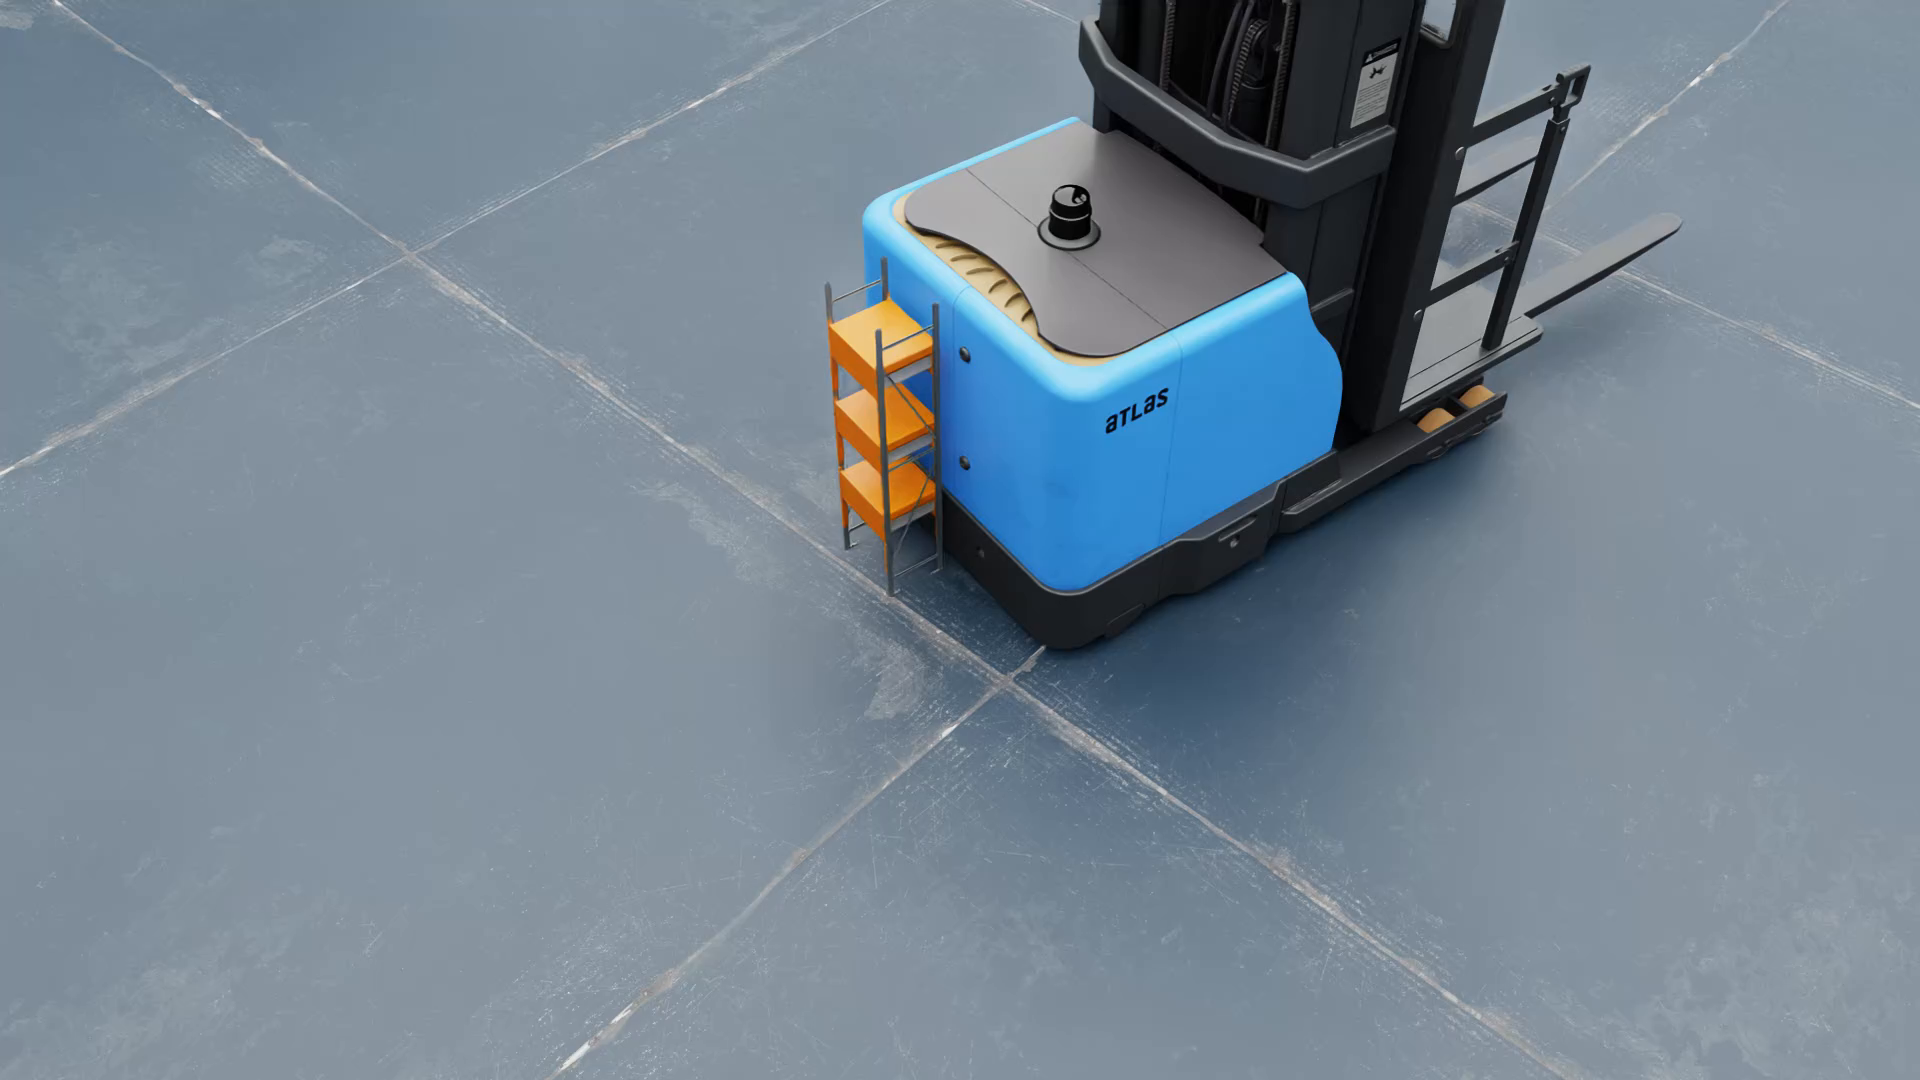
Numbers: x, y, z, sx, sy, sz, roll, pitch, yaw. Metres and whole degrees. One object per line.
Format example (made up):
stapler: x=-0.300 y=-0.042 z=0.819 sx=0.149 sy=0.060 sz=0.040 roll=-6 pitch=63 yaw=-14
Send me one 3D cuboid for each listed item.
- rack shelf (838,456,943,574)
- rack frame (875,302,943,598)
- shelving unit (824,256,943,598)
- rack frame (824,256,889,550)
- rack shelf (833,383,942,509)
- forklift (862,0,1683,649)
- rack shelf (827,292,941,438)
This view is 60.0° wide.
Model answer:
rack shelf: x=-0.208 y=-0.102 z=5.021 sx=0.215 sy=0.259 sz=0.240 roll=-28 pitch=53 yaw=-24
rack frame: x=-0.138 y=-0.227 z=4.743 sx=0.200 sy=1.050 sz=0.008 roll=-28 pitch=53 yaw=-24
shelving unit: x=-0.209 y=-0.299 z=4.810 sx=0.215 sy=1.050 sz=0.252 roll=-28 pitch=53 yaw=-24
rack frame: x=-0.280 y=-0.371 z=4.878 sx=0.200 sy=1.050 sz=0.008 roll=-28 pitch=53 yaw=-24
rack shelf: x=-0.209 y=-0.292 z=4.818 sx=0.215 sy=0.259 sz=0.240 roll=-28 pitch=53 yaw=-24
forklift: x=1.202 y=-1.559 z=4.703 sx=3.031 sy=2.935 sz=1.130 roll=-28 pitch=53 yaw=-24
rack shelf: x=-0.209 y=-0.486 z=4.611 sx=0.215 sy=0.259 sz=0.240 roll=-28 pitch=53 yaw=-24
